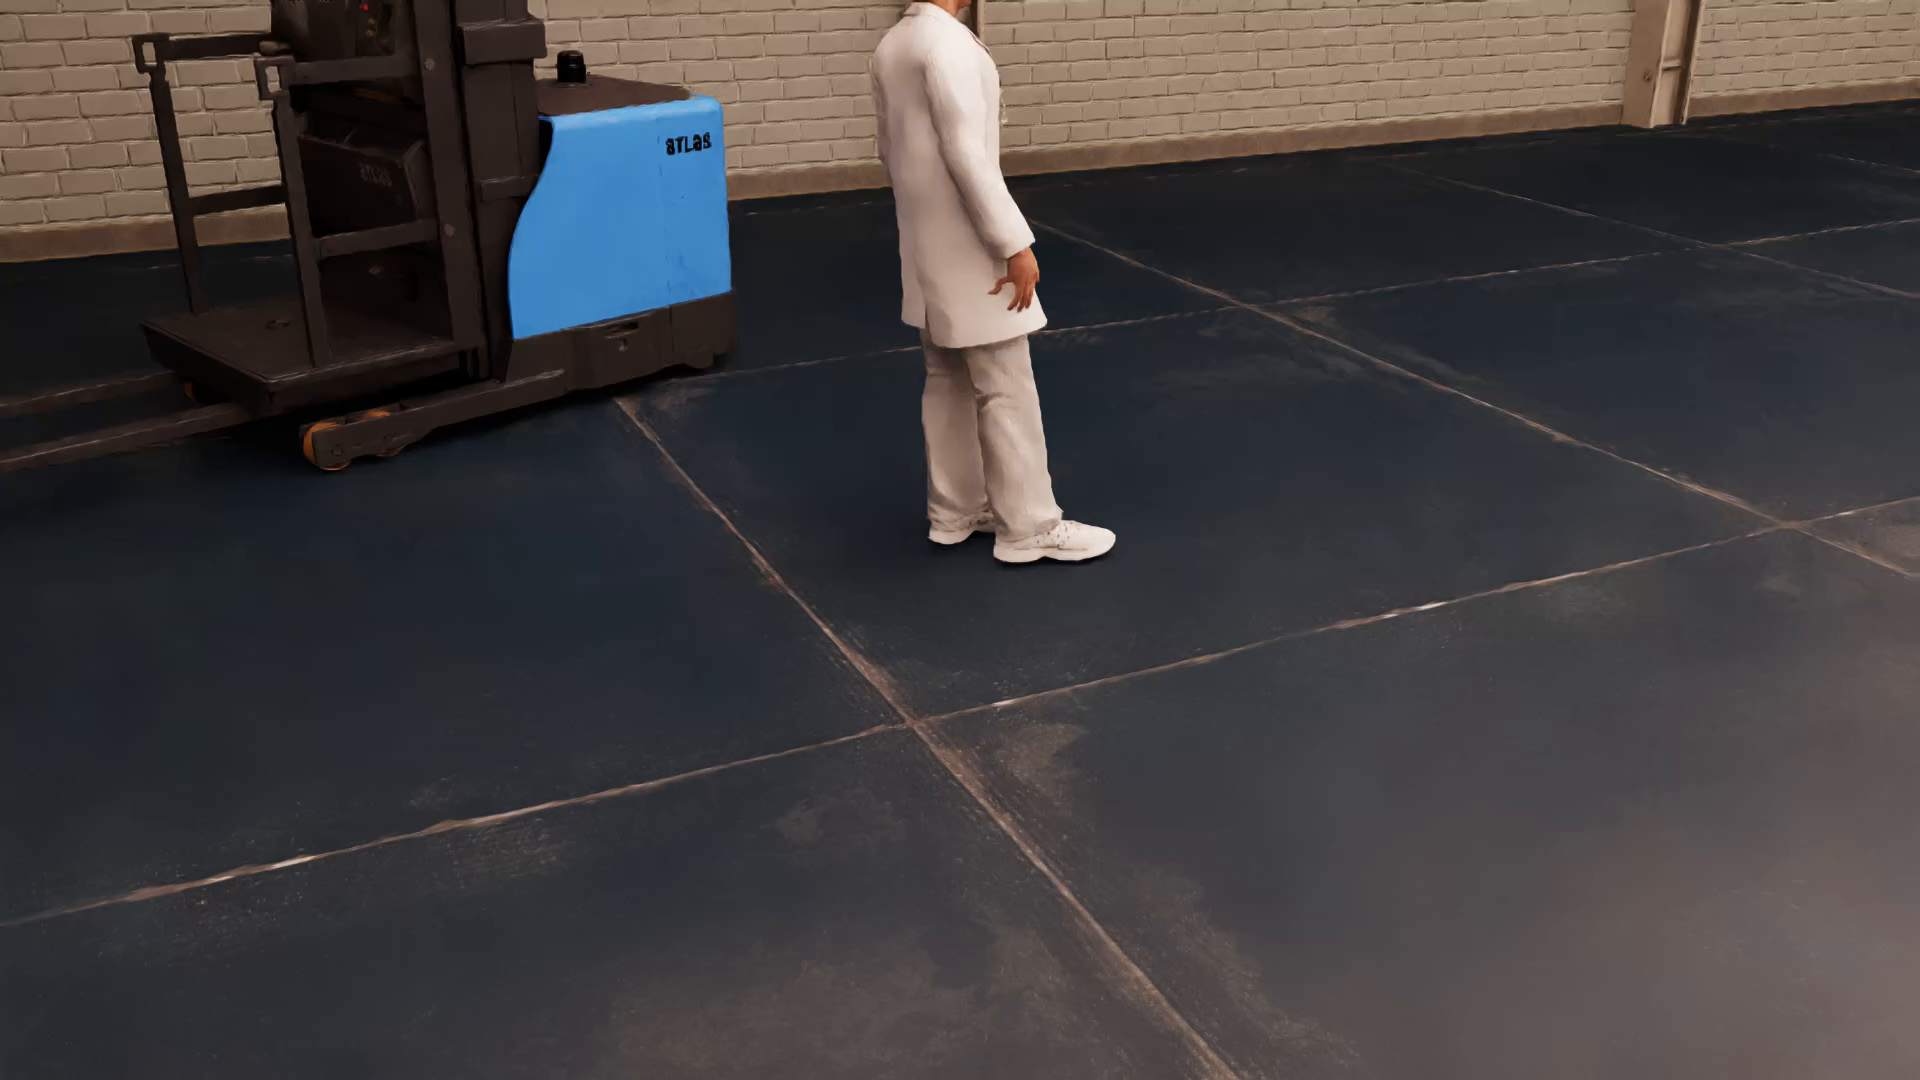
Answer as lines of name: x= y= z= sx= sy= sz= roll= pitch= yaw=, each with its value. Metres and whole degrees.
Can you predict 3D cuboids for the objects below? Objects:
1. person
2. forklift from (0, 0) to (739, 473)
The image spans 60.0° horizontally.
person: x=0.084 y=-0.841 z=4.795 sx=0.579 sy=1.776 sz=0.694 roll=-10 pitch=25 yaw=-23
forklift: x=-2.305 y=-1.811 z=5.645 sx=1.130 sy=2.935 sz=3.031 roll=21 pitch=30 yaw=41
